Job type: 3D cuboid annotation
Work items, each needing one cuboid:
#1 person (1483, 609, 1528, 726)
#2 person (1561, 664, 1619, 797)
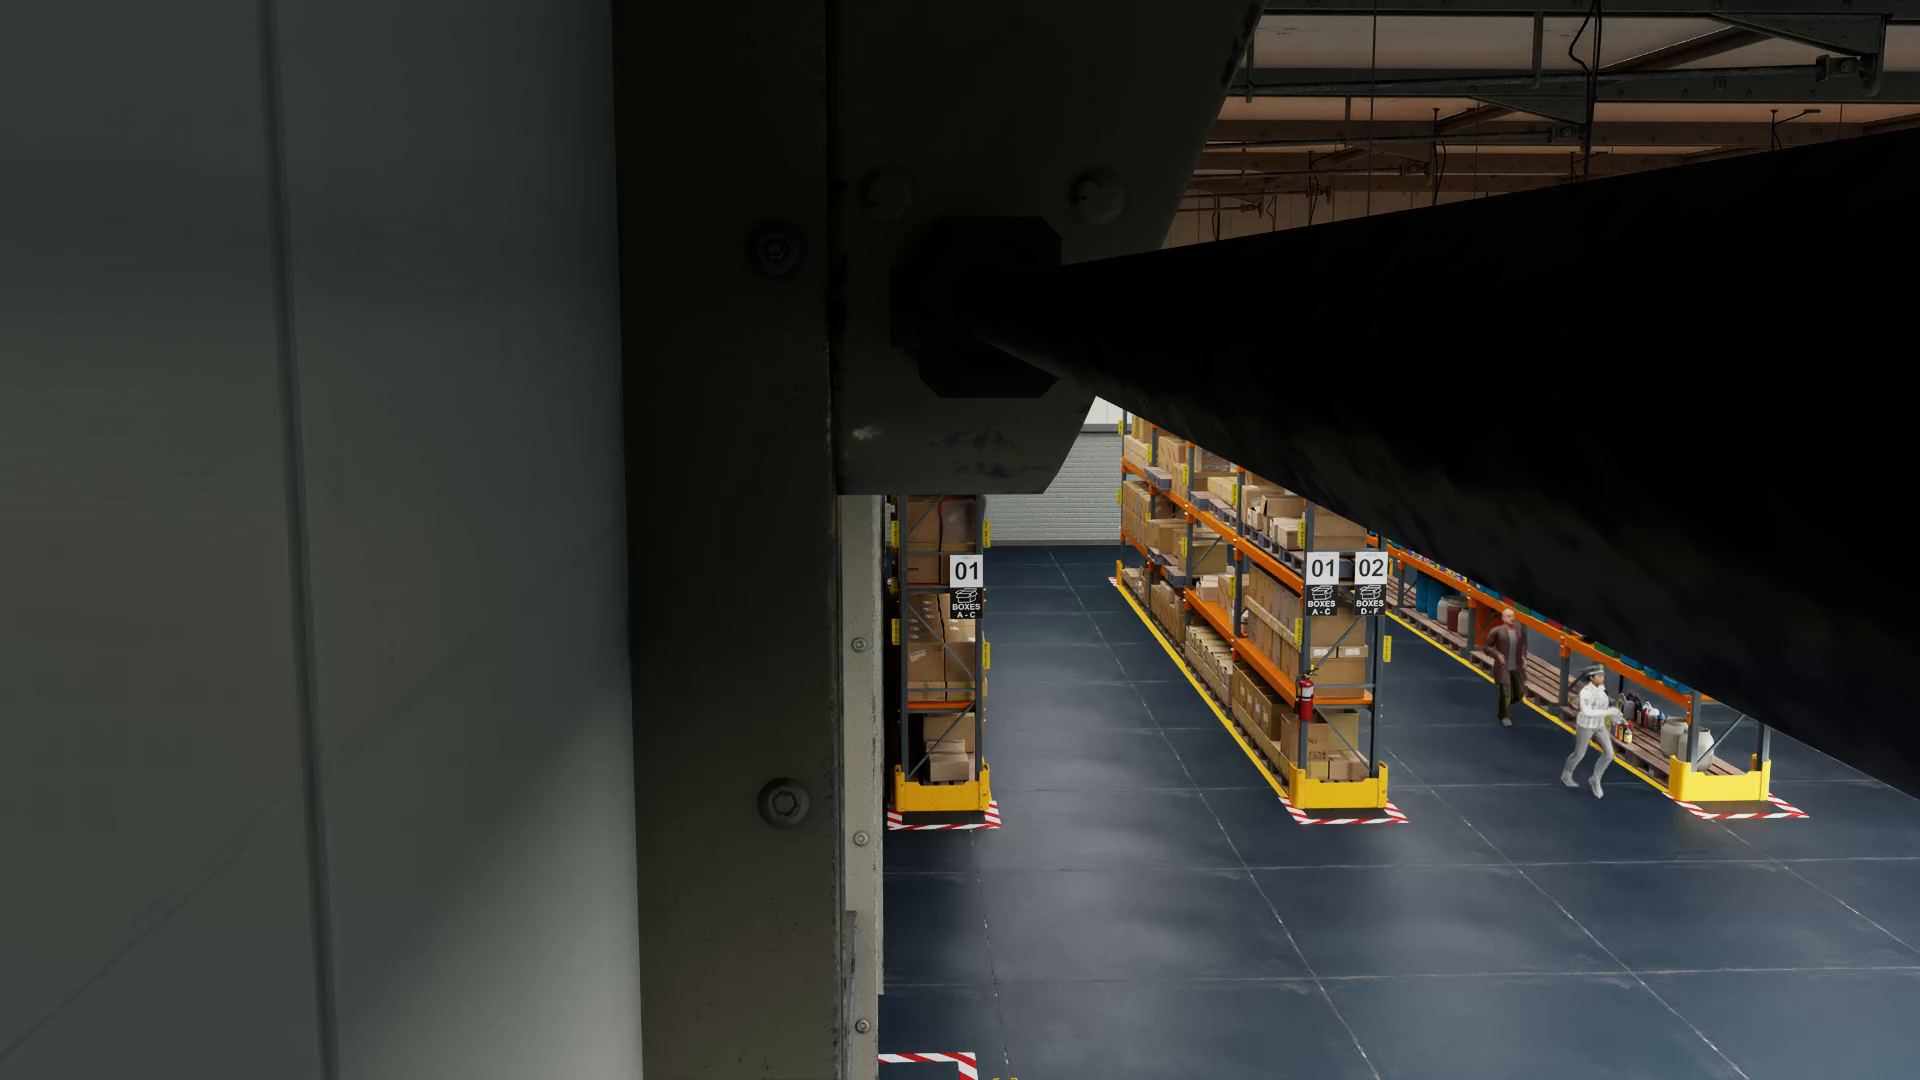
[{"bbox_3d":[8.071,1.873,24.492,0.705,1.727,0.661,-1,8,-6],"label":"person"},{"bbox_3d":[8.008,2.404,21.097,0.582,1.739,0.794,-5,10,-29],"label":"person"}]
